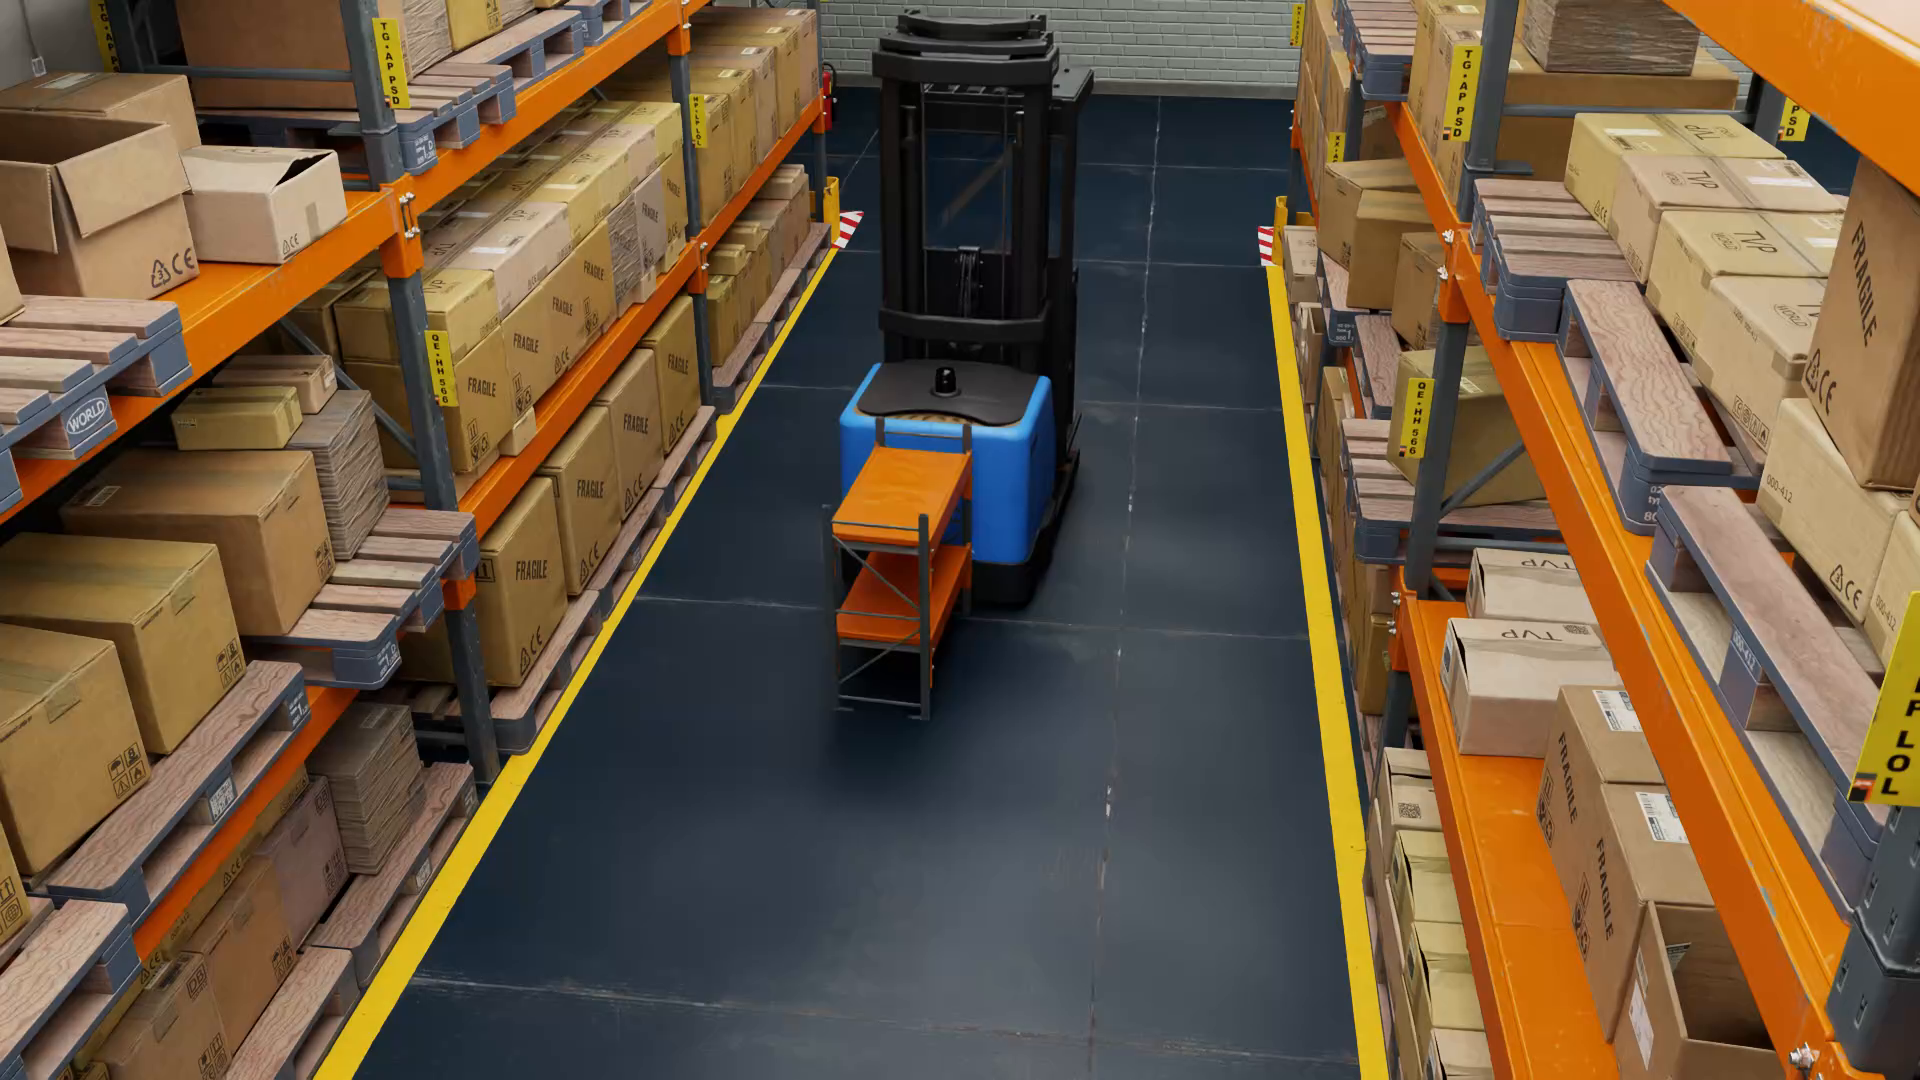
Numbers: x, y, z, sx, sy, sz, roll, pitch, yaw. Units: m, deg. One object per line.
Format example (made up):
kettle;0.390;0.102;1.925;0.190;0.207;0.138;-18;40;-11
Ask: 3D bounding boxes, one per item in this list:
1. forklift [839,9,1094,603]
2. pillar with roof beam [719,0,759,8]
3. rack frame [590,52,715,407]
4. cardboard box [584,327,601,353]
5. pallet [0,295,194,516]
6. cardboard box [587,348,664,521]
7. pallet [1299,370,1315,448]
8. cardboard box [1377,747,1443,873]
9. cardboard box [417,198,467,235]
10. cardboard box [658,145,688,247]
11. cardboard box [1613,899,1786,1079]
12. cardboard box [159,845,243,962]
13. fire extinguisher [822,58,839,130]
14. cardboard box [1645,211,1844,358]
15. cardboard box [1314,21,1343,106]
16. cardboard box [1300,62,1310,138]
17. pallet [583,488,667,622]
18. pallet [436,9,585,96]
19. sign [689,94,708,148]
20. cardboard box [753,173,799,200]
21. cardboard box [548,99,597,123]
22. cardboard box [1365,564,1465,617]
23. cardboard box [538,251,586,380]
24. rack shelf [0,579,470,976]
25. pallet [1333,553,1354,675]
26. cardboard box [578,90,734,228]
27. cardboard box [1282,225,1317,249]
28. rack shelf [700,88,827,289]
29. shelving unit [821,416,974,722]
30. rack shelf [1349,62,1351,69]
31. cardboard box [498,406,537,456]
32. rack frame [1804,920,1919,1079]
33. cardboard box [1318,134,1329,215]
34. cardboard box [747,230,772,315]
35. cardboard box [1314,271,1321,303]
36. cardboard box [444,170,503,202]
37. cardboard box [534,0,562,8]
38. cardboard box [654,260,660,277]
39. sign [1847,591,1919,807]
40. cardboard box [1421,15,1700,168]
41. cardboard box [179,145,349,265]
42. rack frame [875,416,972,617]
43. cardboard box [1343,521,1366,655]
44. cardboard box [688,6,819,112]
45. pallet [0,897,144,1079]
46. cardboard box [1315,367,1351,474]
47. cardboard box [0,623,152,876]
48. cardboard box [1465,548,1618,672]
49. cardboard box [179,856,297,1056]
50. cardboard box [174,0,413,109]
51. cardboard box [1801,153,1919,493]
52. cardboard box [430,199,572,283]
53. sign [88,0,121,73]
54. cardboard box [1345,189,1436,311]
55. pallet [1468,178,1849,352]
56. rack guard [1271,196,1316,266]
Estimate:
forklift;0.145;-1.629;9.684;1.130;2.935;3.031;6;29;10
pillar with roof beam;2.082;-7.722;14.596;9.100;9.000;0.400;3;28;6
rack frame;-2.153;-2.127;10.536;1.000;3.000;0.127;3;28;6
cardboard box;-2.157;-1.130;8.929;0.380;0.149;0.250;4;29;8
pallet;-2.828;-0.372;4.314;1.213;0.211;1.003;3;28;6
cardboard box;-2.210;-0.634;9.588;0.750;0.750;0.750;4;29;8
pallet;2.849;-0.937;11.267;1.003;0.211;1.213;3;28;6
cardboard box;1.918;1.050;6.504;0.500;0.311;0.500;4;29;8
cardboard box;-2.712;-1.472;8.089;0.500;0.250;0.500;3;28;5
cardboard box;-1.959;-2.079;10.007;0.500;0.500;0.500;3;28;5
cardboard box;1.958;1.272;4.121;0.500;0.500;0.500;5;29;10
cardboard box;-2.870;1.181;5.776;0.500;0.250;0.500;3;28;6
fire extinguisher;-1.186;-3.856;14.220;0.296;0.674;0.183;3;28;6
cardboard box;2.146;-0.665;4.374;0.500;0.250;0.500;3;28;5
cardboard box;2.754;-3.294;11.542;0.500;0.500;0.500;3;28;6
cardboard box;2.880;-3.332;12.666;0.500;0.500;0.500;3;28;6
pallet;-2.320;0.044;9.446;1.003;0.211;1.213;3;28;6
pallet;-2.483;-2.315;7.920;1.003;0.211;1.213;5;29;9
sign;-1.613;-2.575;10.230;0.100;0.325;0.005;3;28;6
cardboard box;-1.515;-2.854;13.393;0.380;0.149;0.250;4;29;8
cardboard box;-2.468;-2.440;9.886;0.500;0.250;0.500;4;29;8
cardboard box;2.158;0.138;7.713;0.500;0.250;0.500;4;29;8
cardboard box;-2.194;-1.122;8.229;0.500;0.500;0.500;3;28;6
rack shelf;-2.888;1.014;5.465;1.077;0.370;4.000;3;28;6
pallet;2.555;0.347;8.883;1.003;0.211;1.213;3;28;6
cardboard box;-2.070;-2.514;10.937;0.980;0.700;0.700;4;29;7
cardboard box;2.861;-2.486;13.743;0.380;0.149;0.250;3;28;6
rack shelf;-1.908;-2.752;12.454;1.077;0.370;4.000;3;28;6
shelving unit;-0.289;0.124;8.334;0.538;1.125;1.048;6;29;10
rack shelf;3.009;-3.787;11.212;1.077;0.370;4.000;3;28;6
cardboard box;-2.217;-0.523;7.801;0.380;0.149;0.250;4;29;8
rack frame;1.784;1.924;3.015;1.000;3.000;0.127;3;28;6
cardboard box;2.632;-2.378;10.897;0.500;0.500;0.500;4;29;8
cardboard box;-1.830;-2.036;12.559;0.700;0.500;0.500;4;29;7
cardboard box;2.989;-1.821;12.135;0.797;0.503;0.637;3;28;6
cardboard box;-2.650;-1.712;8.534;0.500;0.250;0.500;3;28;5
cardboard box;-2.374;-3.012;8.446;0.700;0.500;0.500;3;28;5
cardboard box;-1.997;-1.611;9.821;0.380;0.149;0.250;4;29;8
sign;1.244;0.211;2.157;0.100;0.325;0.005;3;28;6
cardboard box;2.356;-1.770;6.606;0.910;0.500;0.500;3;28;6
cardboard box;-2.463;-1.180;5.688;0.500;0.311;0.500;3;28;6
rack frame;-0.188;-0.112;8.772;0.500;1.125;0.032;6;29;10
cardboard box;2.219;0.251;8.293;0.500;0.500;0.500;2;28;4
cardboard box;-1.716;-3.902;13.513;0.980;0.700;0.700;5;29;9
pallet;-2.895;1.371;4.244;1.003;0.211;1.213;3;28;6
cardboard box;2.463;-0.721;10.097;0.500;0.500;0.500;2;28;4
cardboard box;-2.912;0.589;4.926;0.700;0.500;0.500;7;29;13
cardboard box;2.186;0.249;6.218;0.500;0.311;0.500;5;29;9
cardboard box;-2.891;1.475;6.020;0.700;0.500;0.500;3;28;6
cardboard box;-2.642;-2.030;6.624;0.700;0.500;0.500;1;28;2
cardboard box;1.945;-0.403;3.097;0.500;0.500;0.500;6;29;11
cardboard box;-2.209;-1.446;8.040;0.500;0.250;0.500;4;29;7
sign;-3.193;-1.864;6.256;0.100;0.325;0.005;3;28;6
cardboard box;2.462;-1.533;8.884;0.700;0.500;0.500;8;29;14
pallet;2.279;-0.871;5.241;1.213;0.211;1.003;5;29;9
rack guard;3.245;-2.588;14.027;1.175;0.500;0.348;3;28;6
